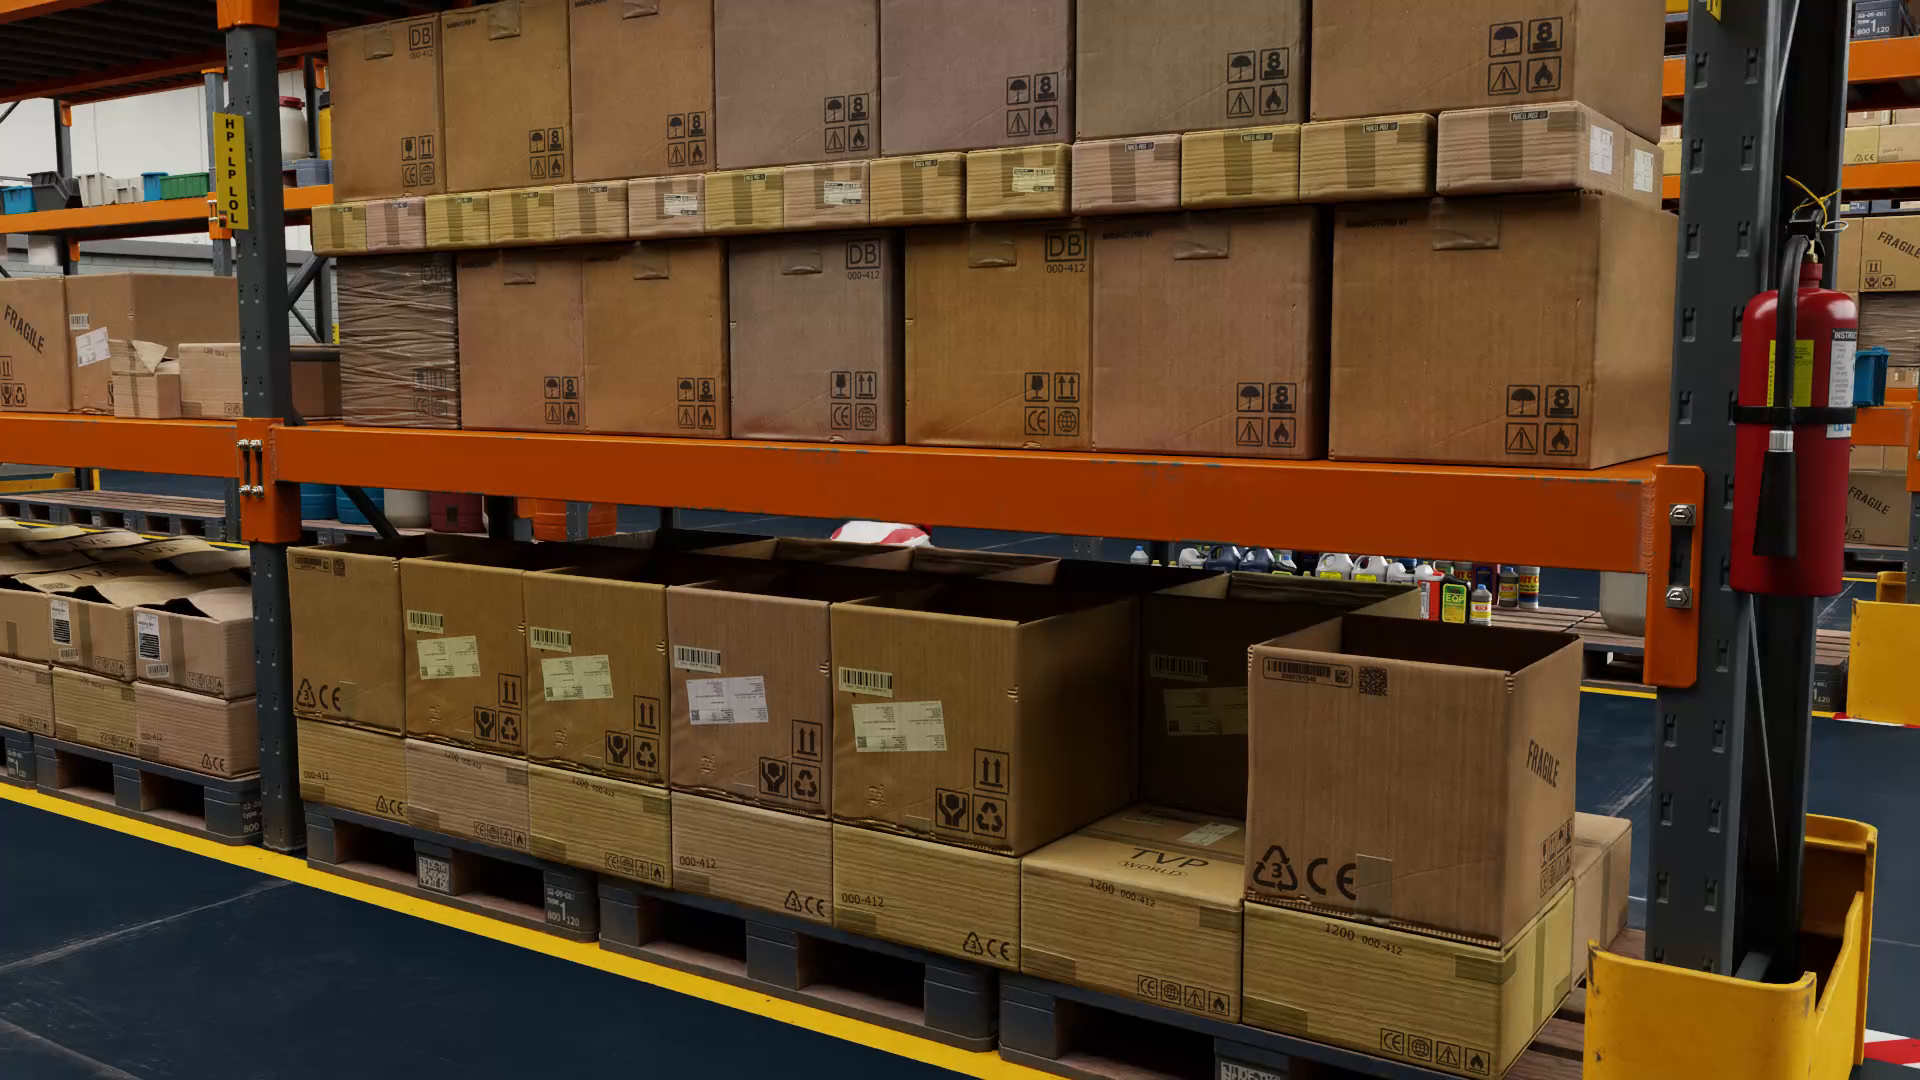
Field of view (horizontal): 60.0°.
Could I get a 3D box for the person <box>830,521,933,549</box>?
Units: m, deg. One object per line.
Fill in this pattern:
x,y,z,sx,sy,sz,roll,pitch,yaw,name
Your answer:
-0.369,0.289,7.056,0.571,0.906,0.887,4,7,33,person
